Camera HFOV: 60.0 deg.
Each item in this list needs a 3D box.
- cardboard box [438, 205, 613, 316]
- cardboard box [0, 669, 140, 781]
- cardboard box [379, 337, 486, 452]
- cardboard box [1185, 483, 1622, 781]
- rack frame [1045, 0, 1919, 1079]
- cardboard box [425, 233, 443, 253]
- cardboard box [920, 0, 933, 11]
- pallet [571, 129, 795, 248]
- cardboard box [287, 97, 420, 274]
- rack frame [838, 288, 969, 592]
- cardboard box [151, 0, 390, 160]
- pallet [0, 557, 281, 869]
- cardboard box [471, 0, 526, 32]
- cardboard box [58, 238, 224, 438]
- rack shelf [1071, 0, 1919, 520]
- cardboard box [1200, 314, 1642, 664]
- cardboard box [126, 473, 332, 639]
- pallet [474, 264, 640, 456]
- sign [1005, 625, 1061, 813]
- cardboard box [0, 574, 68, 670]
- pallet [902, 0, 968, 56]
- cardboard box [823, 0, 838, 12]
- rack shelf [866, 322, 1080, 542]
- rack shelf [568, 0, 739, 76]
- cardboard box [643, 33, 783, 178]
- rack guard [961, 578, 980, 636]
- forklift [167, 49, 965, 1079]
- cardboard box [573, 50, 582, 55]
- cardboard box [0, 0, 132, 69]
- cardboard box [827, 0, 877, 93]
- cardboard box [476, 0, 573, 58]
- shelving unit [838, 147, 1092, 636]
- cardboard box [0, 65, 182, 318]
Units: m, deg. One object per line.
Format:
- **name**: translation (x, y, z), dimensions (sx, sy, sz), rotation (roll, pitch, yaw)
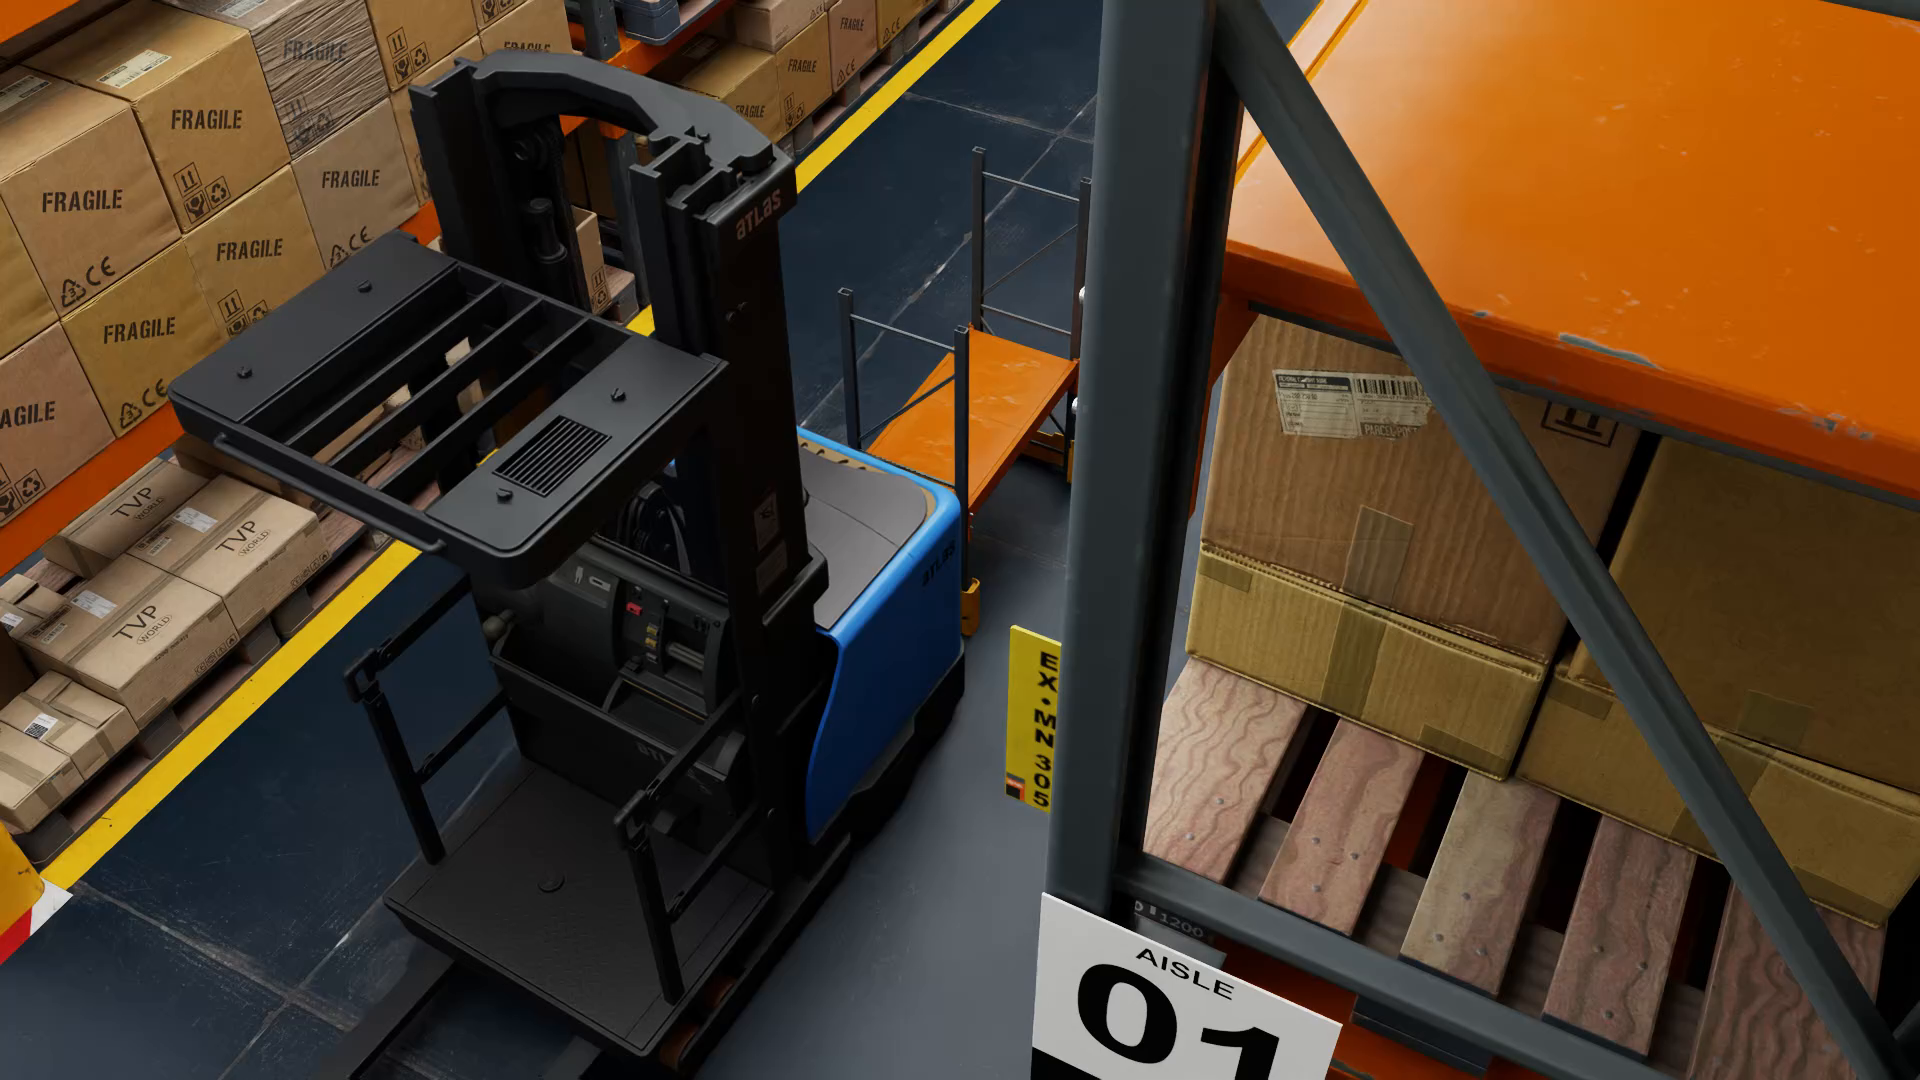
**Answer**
- **cardboard box**: translation (-1.968, -1.221, 7.576), dimensions (0.500, 0.500, 0.500), rotation (20, 49, 19)
- **cardboard box**: translation (-3.197, 0.655, 5.956), dimensions (0.380, 0.166, 0.250), rotation (20, 49, 19)
- **cardboard box**: translation (-2.316, -0.682, 7.176), dimensions (0.500, 0.311, 0.500), rotation (20, 49, 19)
- **cardboard box**: translation (0.682, 0.022, 2.530), dimensions (0.500, 0.250, 0.500), rotation (22, 49, 20)
- **rack frame**: translation (0.578, -0.354, 1.053), dimensions (1.000, 3.000, 0.127), rotation (20, 49, 19)
- **cardboard box**: translation (-2.341, -1.414, 7.900), dimensions (0.500, 0.311, 0.500), rotation (20, 49, 19)
- **cardboard box**: translation (-0.324, -3.527, 9.855), dimensions (0.500, 0.500, 0.500), rotation (22, 49, 21)
- **pallet**: translation (-1.611, -1.943, 8.801), dimensions (1.003, 0.211, 1.213), rotation (20, 49, 19)
- **cardboard box**: translation (-2.434, -1.384, 6.218), dimensions (0.500, 0.500, 0.500), rotation (22, 49, 20)
- **rack frame**: translation (-0.196, -0.261, 6.233), dimensions (0.500, 1.500, 0.032), rotation (20, 49, 19)
- **cardboard box**: translation (-2.430, -1.739, 5.867), dimensions (0.500, 0.500, 0.500), rotation (21, 49, 19)
- **pallet**: translation (-3.407, 0.552, 6.336), dimensions (1.003, 0.211, 1.213), rotation (20, 49, 19)
- **cardboard box**: translation (-1.960, -2.380, 6.500), dimensions (0.500, 0.500, 0.500), rotation (21, 49, 19)
- **cardboard box**: translation (-2.902, -0.748, 5.590), dimensions (0.500, 0.500, 0.500), rotation (20, 49, 19)
- **rack shelf**: translation (1.506, -1.220, 2.696), dimensions (1.077, 0.370, 4.000), rotation (20, 49, 19)
- **cardboard box**: translation (0.676, -0.244, 2.266), dimensions (0.500, 0.500, 0.500), rotation (20, 49, 19)
- **cardboard box**: translation (-2.844, 0.055, 6.490), dimensions (0.500, 0.250, 0.500), rotation (20, 49, 19)
- **pallet**: translation (-2.275, -0.985, 7.855), dimensions (1.003, 0.211, 1.213), rotation (20, 49, 19)
- **sign**: translation (0.103, 0.229, 2.018), dimensions (0.100, 0.325, 0.005), rotation (20, 49, 19)
- **cardboard box**: translation (-3.510, 0.314, 6.293), dimensions (0.380, 0.166, 0.250), rotation (20, 49, 19)
- **pallet**: translation (-0.478, -3.480, 10.321), dimensions (1.003, 0.211, 1.213), rotation (20, 49, 19)
- **cardboard box**: translation (-0.818, -3.108, 8.913), dimensions (0.500, 0.250, 0.500), rotation (20, 49, 18)
- **rack shelf**: translation (0.040, -0.455, 6.678), dimensions (0.538, 0.185, 1.000), rotation (20, 49, 19)
- **rack shelf**: translation (-1.027, -3.405, 8.792), dimensions (1.077, 0.370, 4.000), rotation (20, 49, 19)
- **cardboard box**: translation (-1.277, -2.238, 8.581), dimensions (0.500, 0.500, 0.500), rotation (21, 49, 20)
- **rack guard**: translation (-0.196, 0.178, 6.678), dimensions (0.587, 0.250, 0.087), rotation (20, 49, 19)
- **forklift**: translation (-1.169, 0.290, 4.683), dimensions (1.130, 2.935, 3.031), rotation (23, 50, 21)
- **cardboard box**: translation (-1.743, -2.388, 8.729), dimensions (0.500, 0.500, 0.500), rotation (21, 49, 19)
- **cardboard box**: translation (-3.140, -1.606, 5.735), dimensions (0.500, 0.500, 0.500), rotation (22, 49, 20)
- **cardboard box**: translation (-0.803, -2.869, 9.204), dimensions (0.500, 0.500, 0.500), rotation (19, 48, 18)
- **cardboard box**: translation (-1.960, -2.033, 6.860), dimensions (0.500, 0.500, 0.500), rotation (21, 49, 20)
- **shelving unit**: translation (0.035, -0.575, 6.544), dimensions (0.587, 1.500, 1.083), rotation (20, 49, 19)
- **cardboard box**: translation (-2.900, -1.103, 5.237), dimensions (0.500, 0.500, 0.500), rotation (21, 49, 20)
